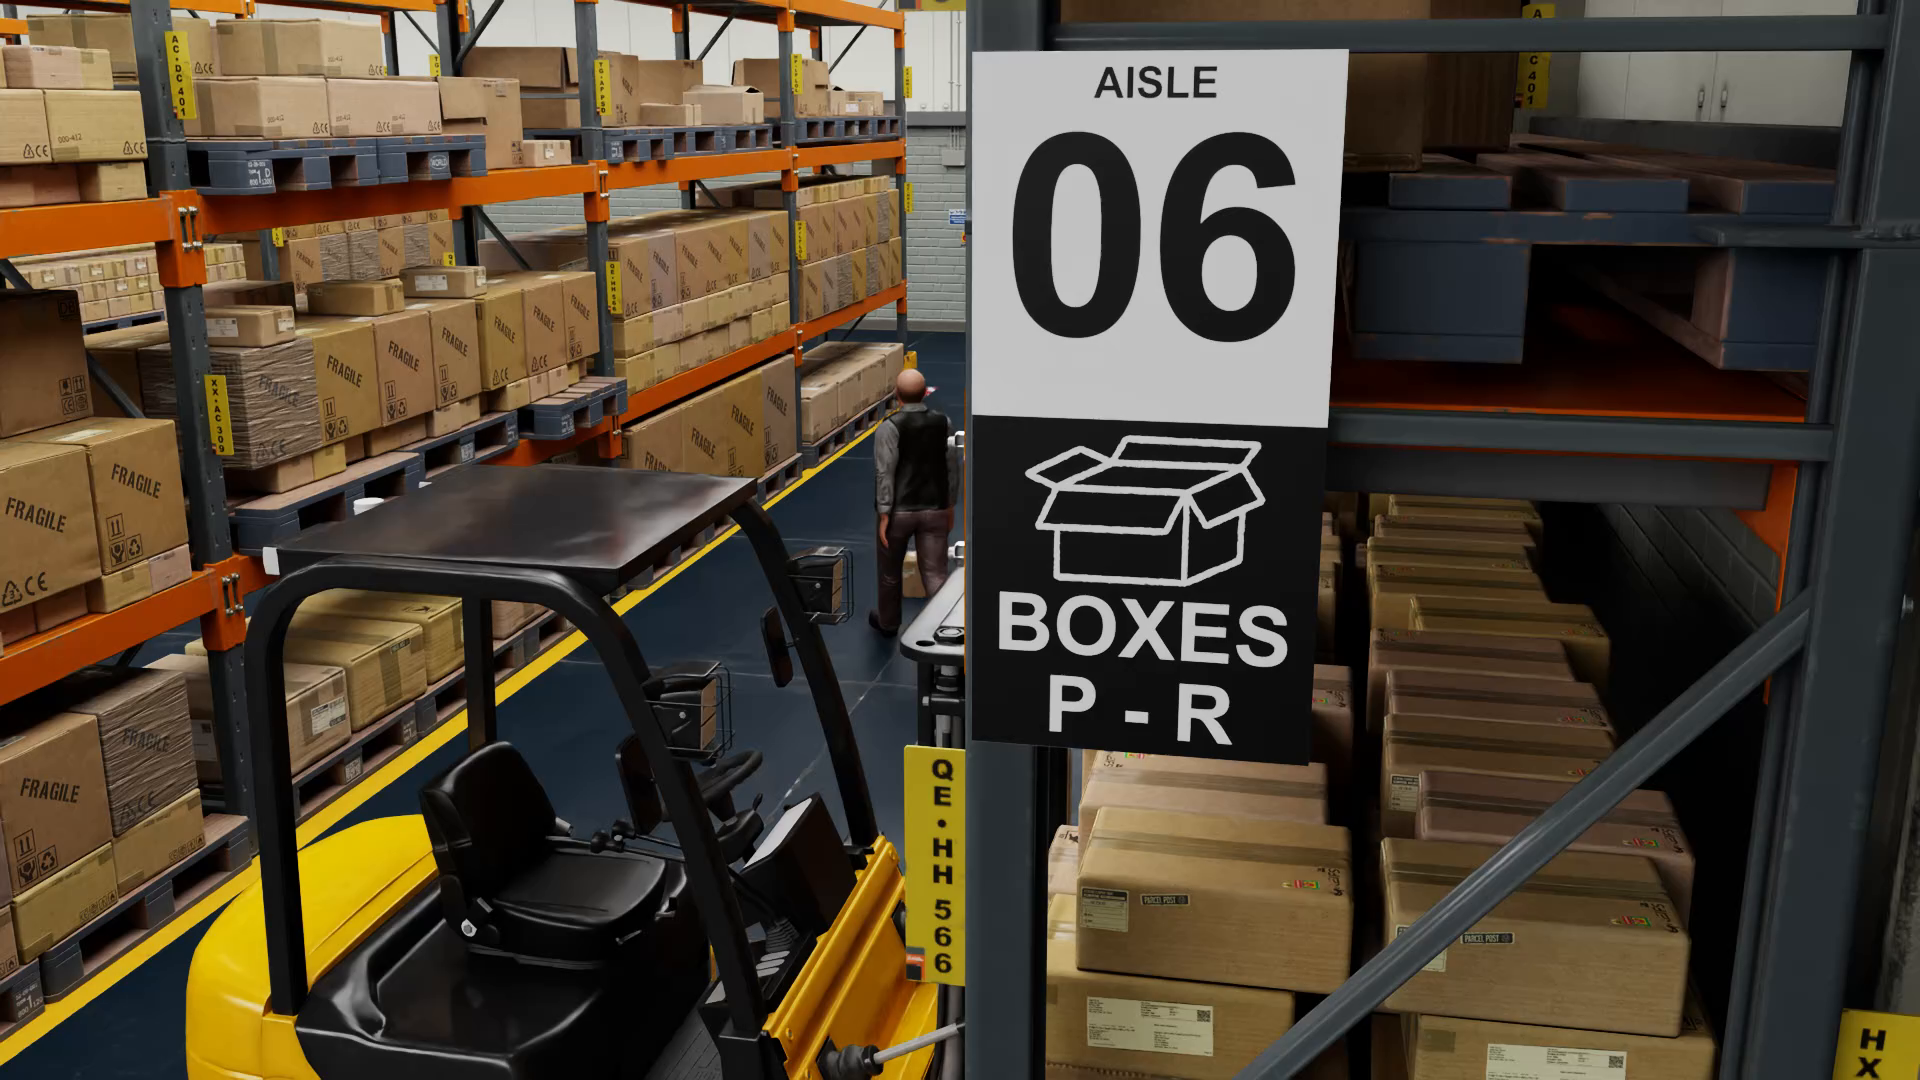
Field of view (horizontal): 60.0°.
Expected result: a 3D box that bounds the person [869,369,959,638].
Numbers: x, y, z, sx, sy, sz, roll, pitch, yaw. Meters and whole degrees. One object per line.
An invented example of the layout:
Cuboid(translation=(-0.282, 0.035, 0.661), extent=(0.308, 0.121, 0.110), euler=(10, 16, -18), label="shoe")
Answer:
Cuboid(translation=(-0.254, -0.165, 9.763), extent=(0.553, 1.676, 1.033), euler=(-5, 15, -18), label="person")
